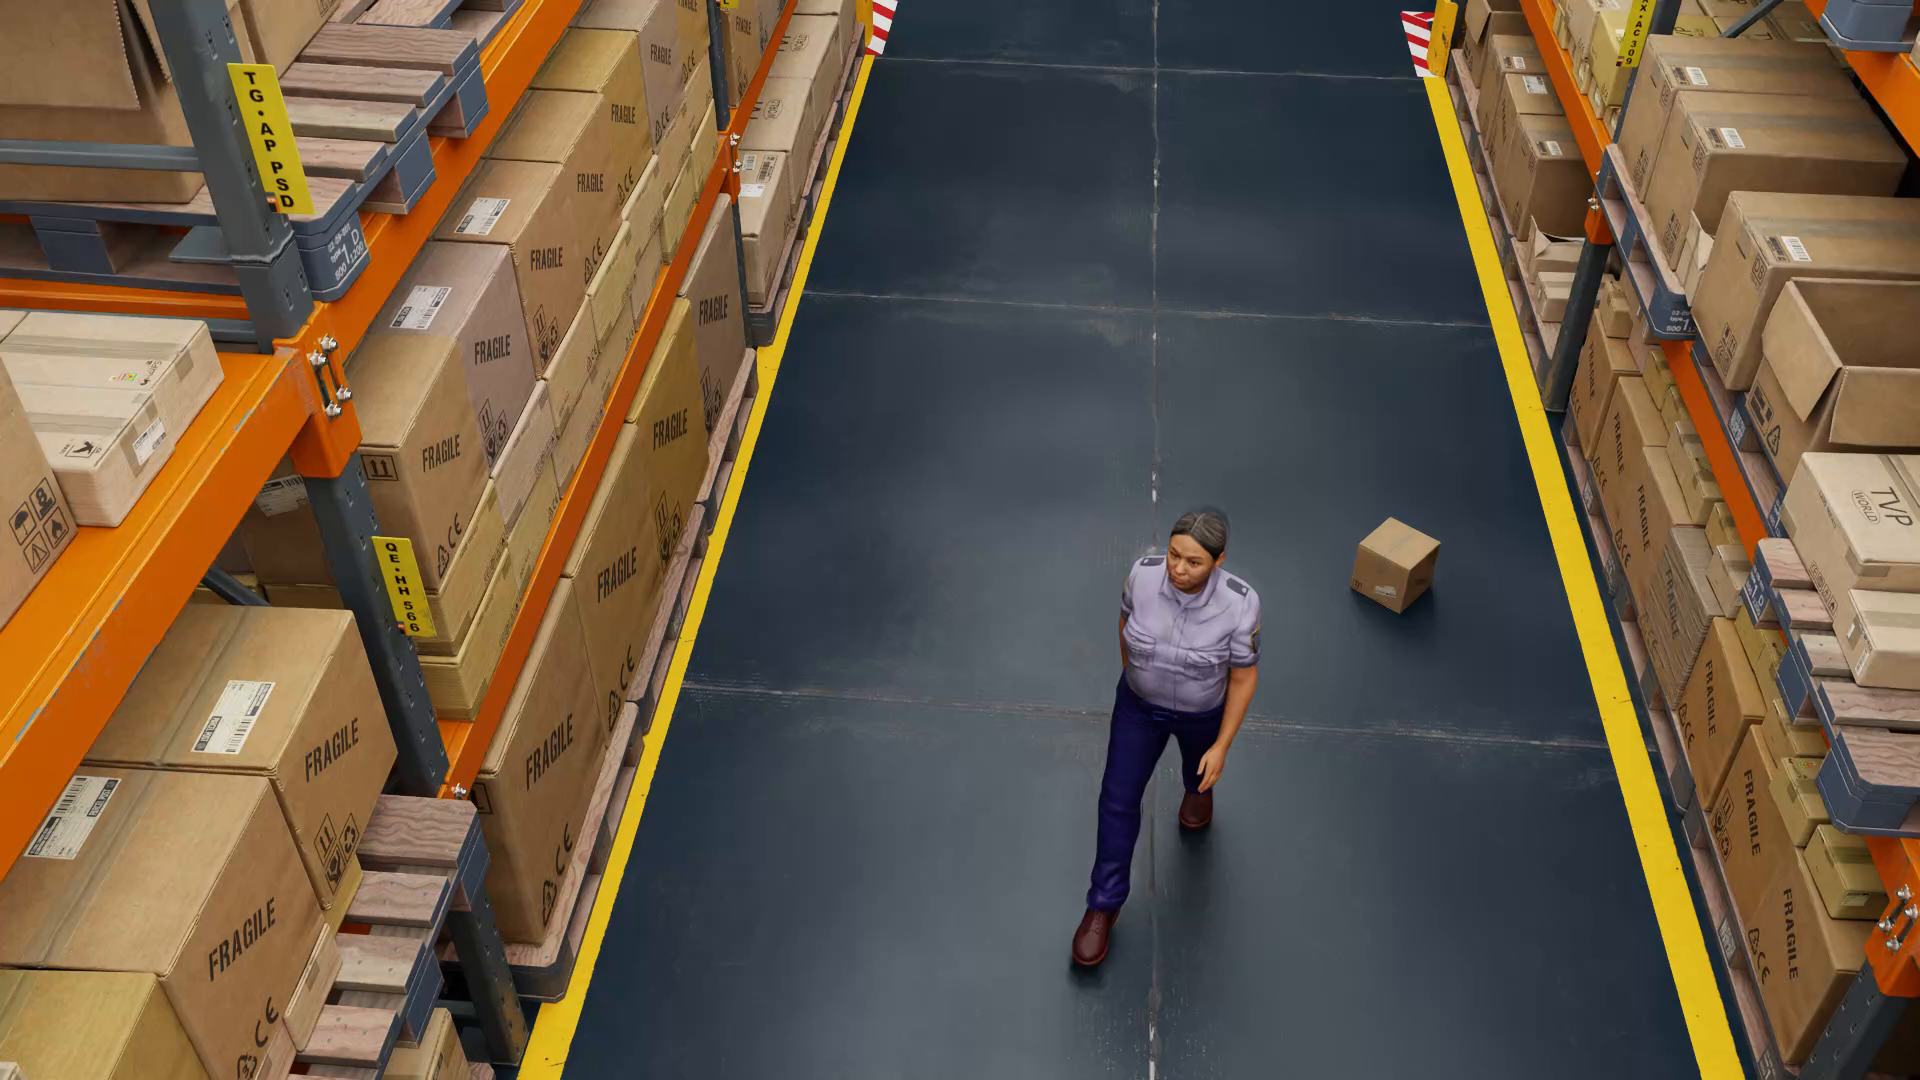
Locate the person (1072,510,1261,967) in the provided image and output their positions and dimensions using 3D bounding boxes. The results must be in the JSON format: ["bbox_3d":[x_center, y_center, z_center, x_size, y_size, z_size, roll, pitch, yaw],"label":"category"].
[{"bbox_3d":[0.702,0.581,5.460,0.493,1.586,0.997,13,42,15],"label":"person"}]
